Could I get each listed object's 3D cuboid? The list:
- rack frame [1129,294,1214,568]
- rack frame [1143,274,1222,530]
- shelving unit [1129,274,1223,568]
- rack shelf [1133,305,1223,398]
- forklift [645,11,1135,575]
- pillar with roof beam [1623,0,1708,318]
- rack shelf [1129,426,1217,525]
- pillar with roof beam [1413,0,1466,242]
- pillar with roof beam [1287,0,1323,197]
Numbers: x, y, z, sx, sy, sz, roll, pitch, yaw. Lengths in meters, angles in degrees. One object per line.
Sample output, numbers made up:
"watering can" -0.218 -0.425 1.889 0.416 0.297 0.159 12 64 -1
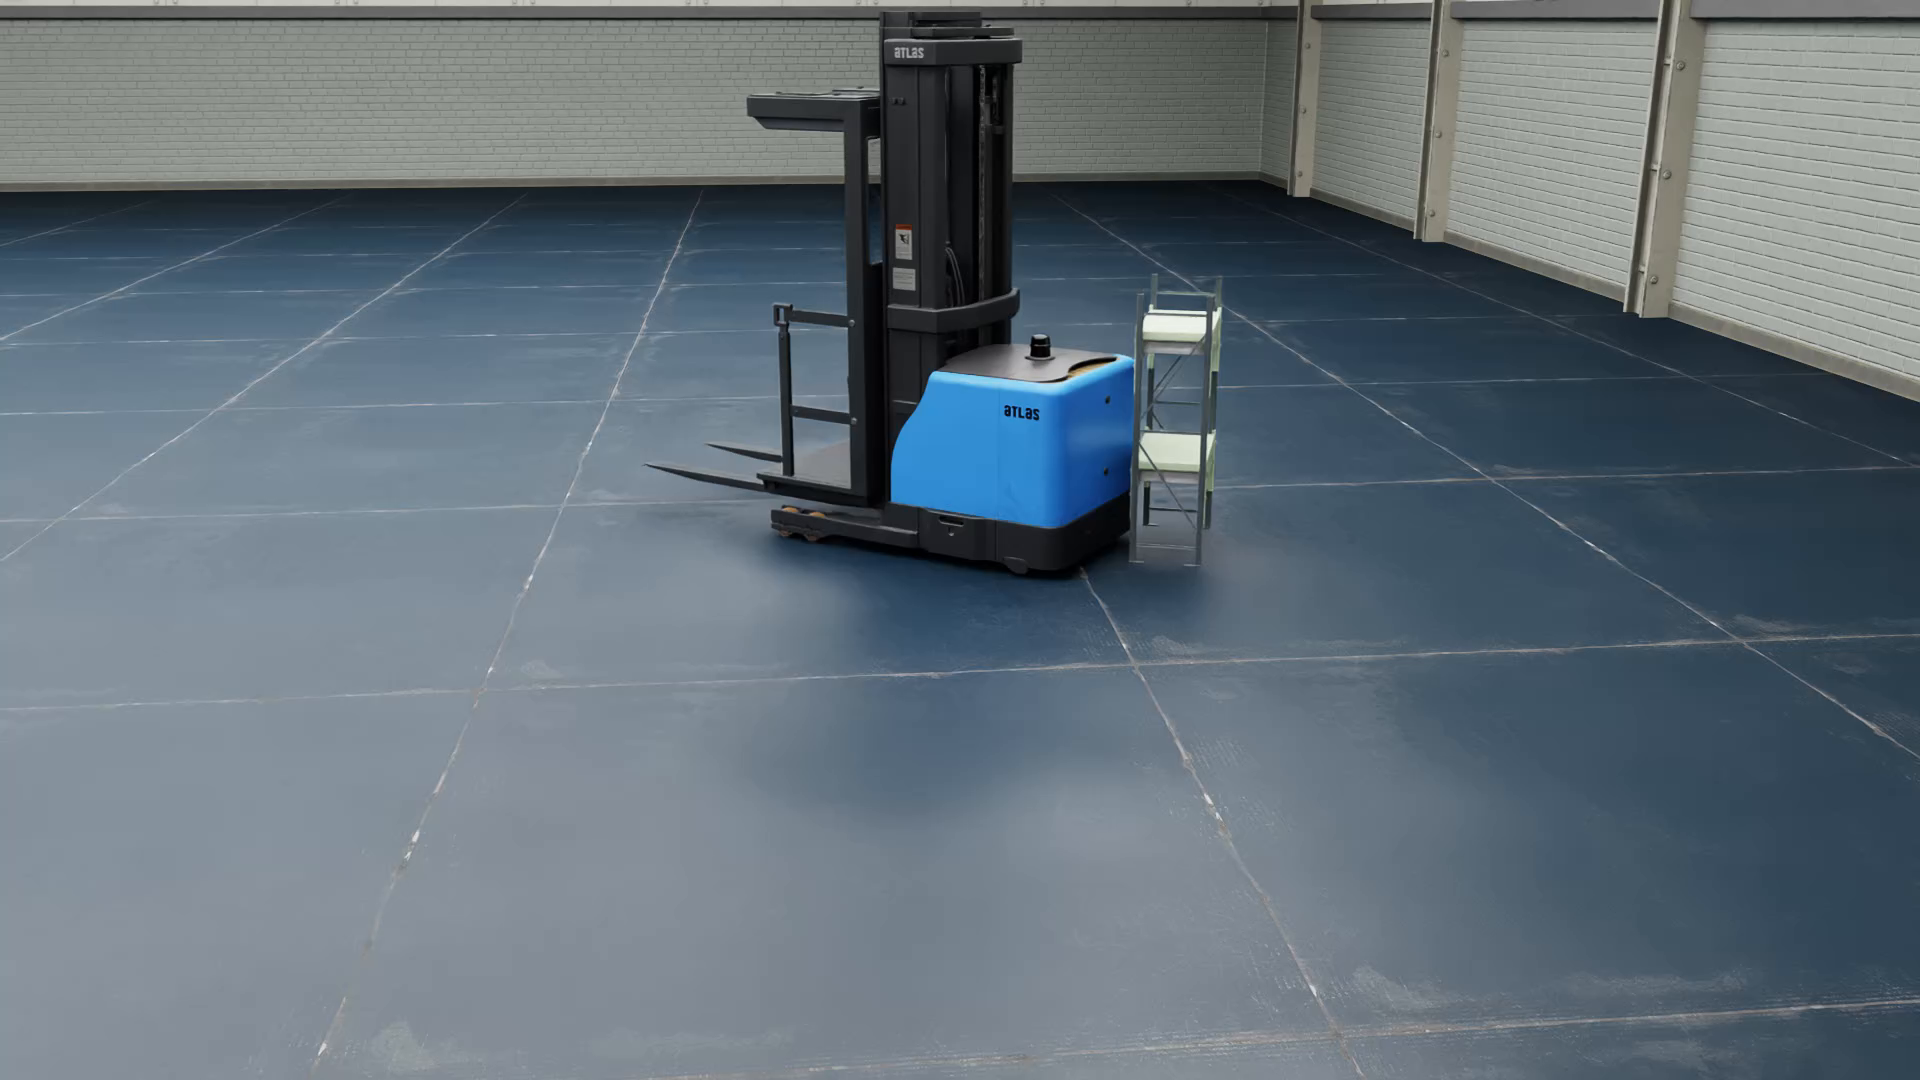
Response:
"rack frame" 1.140 -0.578 9.015 0.400 1.500 0.023 4 18 11
"rack frame" 1.293 -0.793 9.698 0.400 1.500 0.023 4 18 11
"shelving unit" 1.216 -0.685 9.356 0.431 1.500 0.755 4 18 11
"rack shelf" 1.216 -1.058 9.239 0.431 0.370 0.720 4 18 11
"forklift" -0.515 -1.519 9.622 3.031 2.935 1.130 10 20 29
"pillar with roof beam" 2.758 -6.476 15.283 9.100 9.000 0.400 -2 18 -6
"rack shelf" 1.216 -0.374 9.454 0.431 0.370 0.720 4 18 11
"pillar with roof beam" 2.139 -8.264 20.977 9.100 9.000 0.400 -2 18 -6
"pillar with roof beam" 1.520 -10.052 26.671 9.100 9.000 0.400 -2 18 -6
